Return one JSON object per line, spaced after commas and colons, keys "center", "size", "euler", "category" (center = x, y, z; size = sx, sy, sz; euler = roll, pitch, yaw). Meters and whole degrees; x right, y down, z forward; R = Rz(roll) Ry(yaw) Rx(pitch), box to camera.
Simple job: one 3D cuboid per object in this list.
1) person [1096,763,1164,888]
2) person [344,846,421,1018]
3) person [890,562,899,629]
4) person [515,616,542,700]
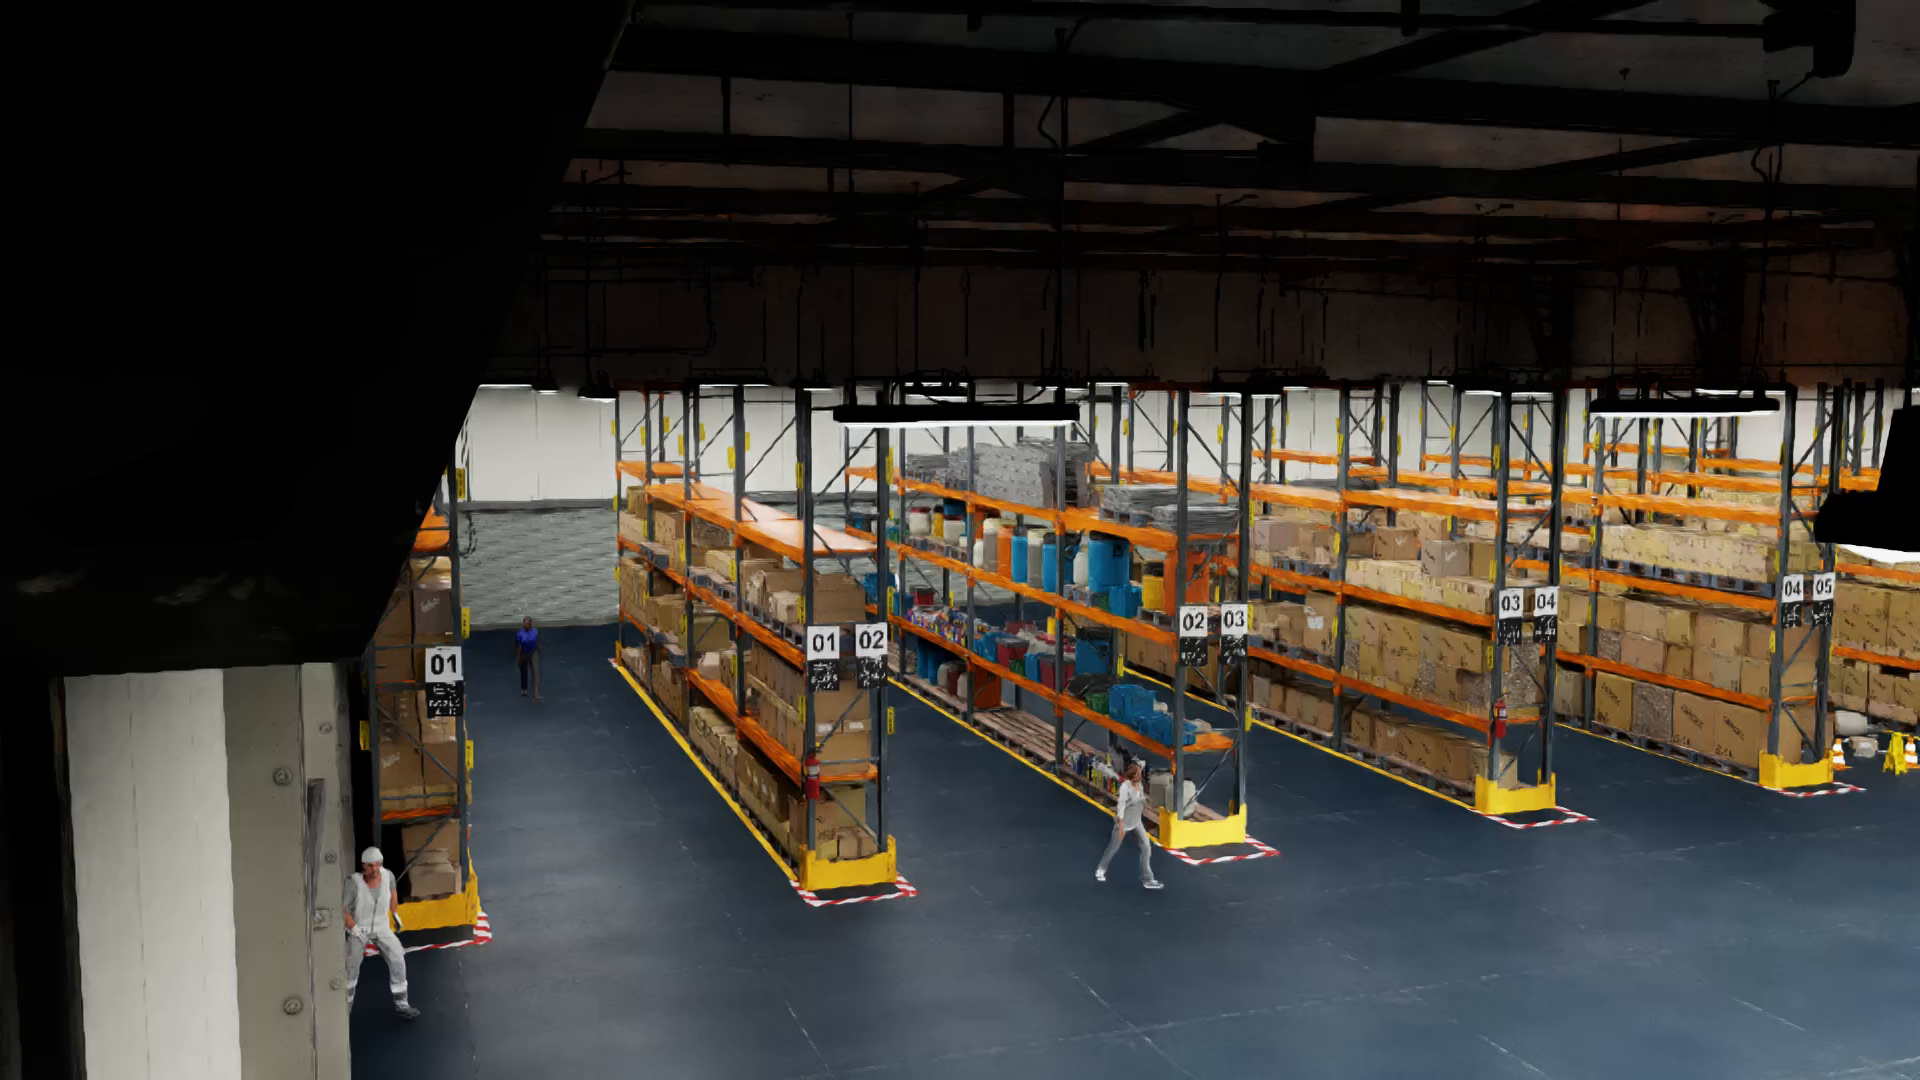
{"center": [2.036, 3.440, 20.145], "size": [0.451, 1.529, 0.881], "euler": [-6, 8, -43], "category": "person"}
{"center": [-5.696, 3.769, 16.082], "size": [0.686, 1.716, 0.834], "euler": [-4, 7, -36], "category": "person"}
{"center": [-1.670, 1.312, 39.772], "size": [0.502, 1.624, 0.989], "euler": [-2, 6, -20], "category": "person"}
{"center": [-8.183, 2.201, 31.481], "size": [0.449, 1.571, 1.075], "euler": [-2, 6, -18], "category": "person"}
